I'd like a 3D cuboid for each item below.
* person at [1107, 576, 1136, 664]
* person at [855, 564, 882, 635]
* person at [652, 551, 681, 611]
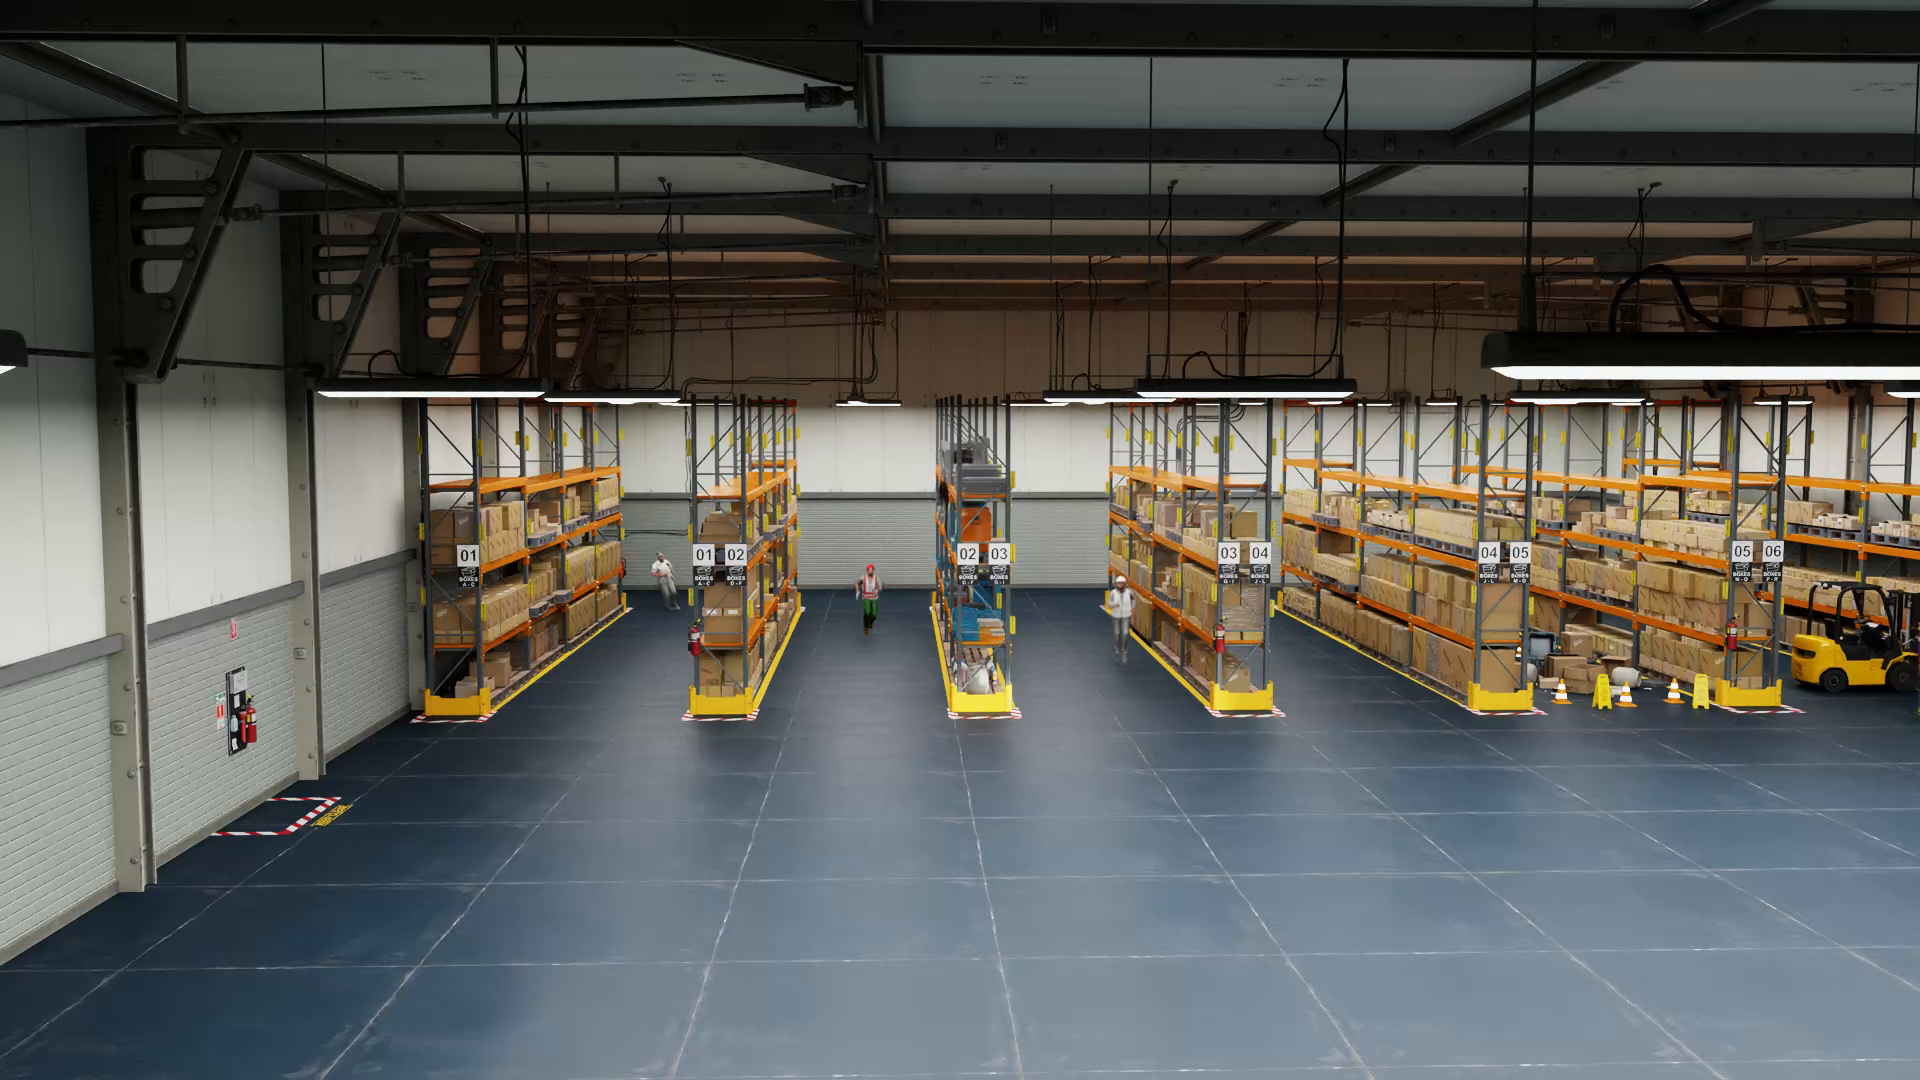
[{"bbox_3d":[3.528,1.682,36.316,0.643,1.799,0.805,0,5,4],"label":"person"},{"bbox_3d":[-2.231,1.476,41.103,0.646,1.758,0.700,-1,5,-15],"label":"person"},{"bbox_3d":[-8.326,1.172,47.071,0.819,1.728,0.595,-3,5,-33],"label":"person"}]
